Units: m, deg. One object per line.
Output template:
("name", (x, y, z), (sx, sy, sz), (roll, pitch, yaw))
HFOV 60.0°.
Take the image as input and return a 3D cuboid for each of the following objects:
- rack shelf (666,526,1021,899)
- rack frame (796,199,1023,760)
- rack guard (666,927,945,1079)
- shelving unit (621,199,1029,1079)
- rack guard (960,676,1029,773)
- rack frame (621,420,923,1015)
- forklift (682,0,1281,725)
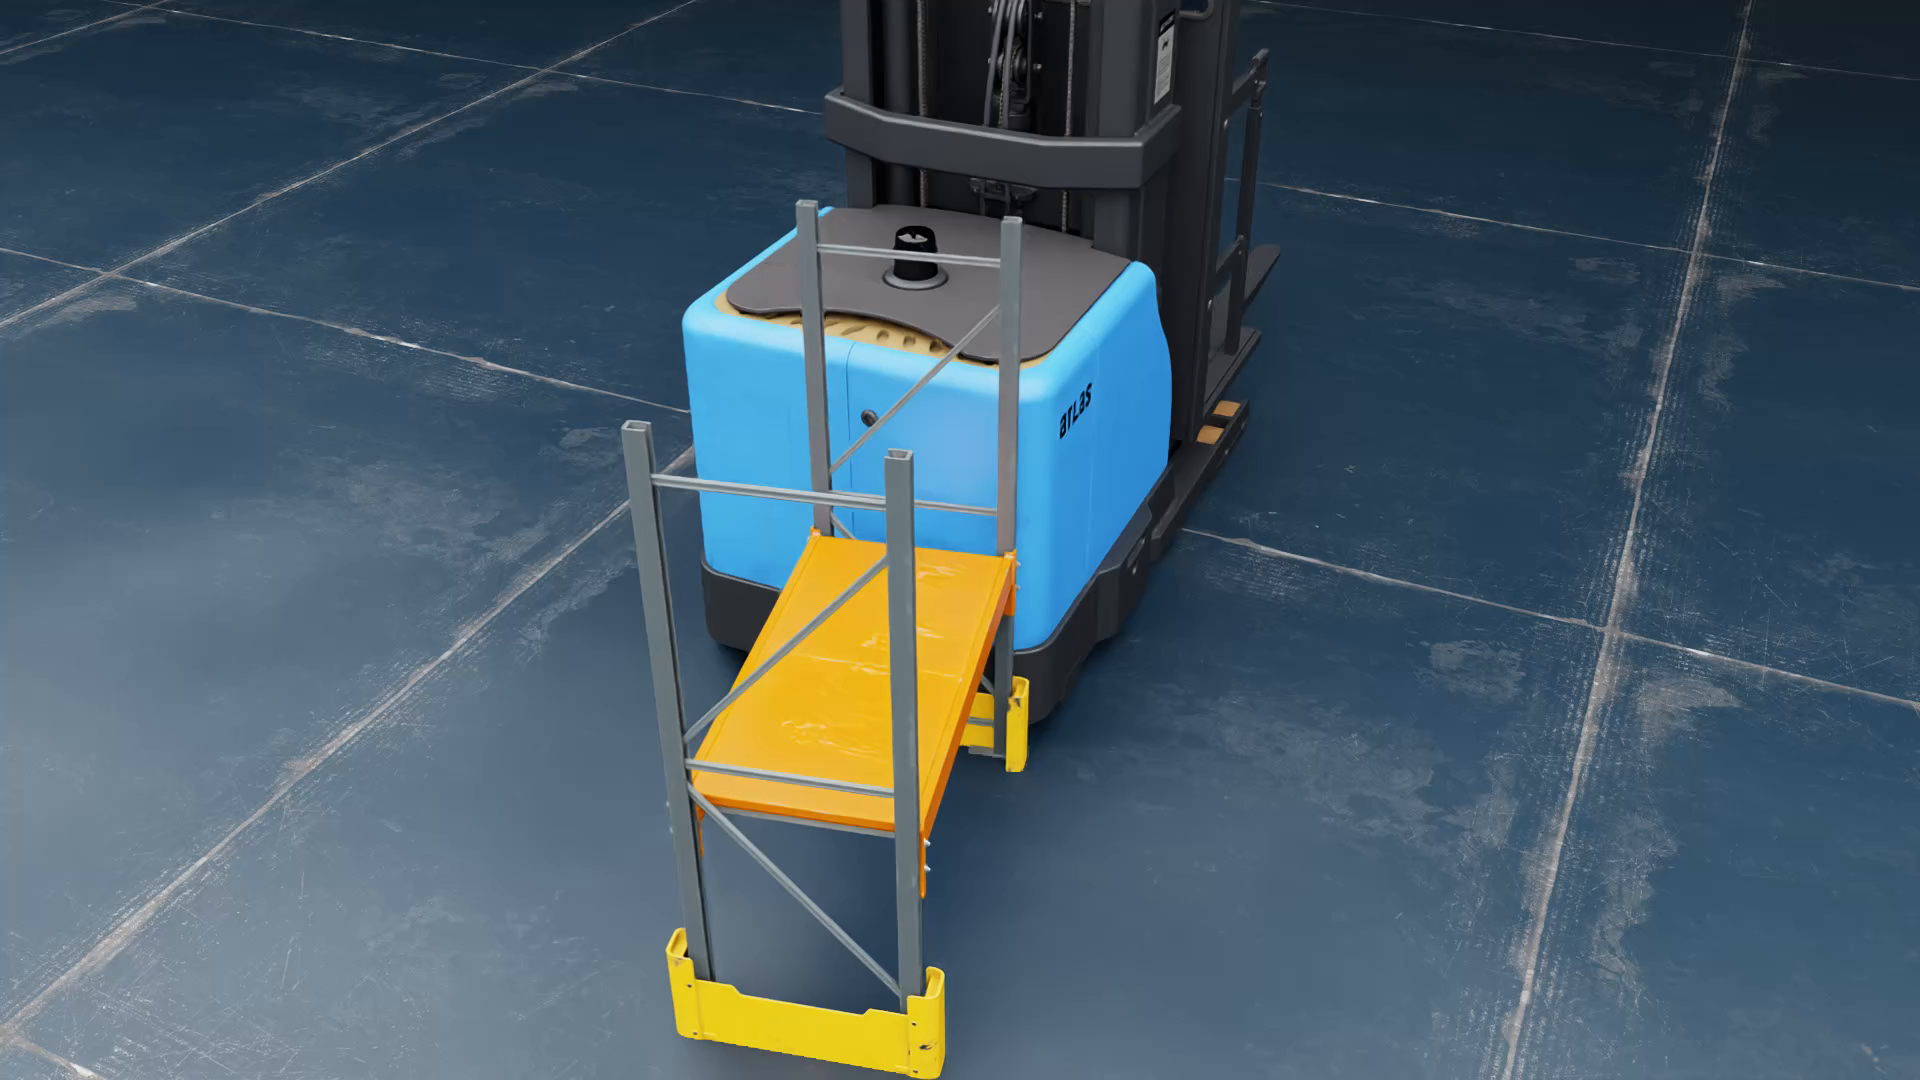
("rack shelf", (-0.218, 0.338, 3.695), (0.538, 0.185, 1.000), (7, 34, 10))
("rack frame", (-0.112, -0.085, 4.013), (0.500, 1.500, 0.032), (7, 34, 10))
("rack guard", (-0.324, 0.982, 3.525), (0.587, 0.250, 0.087), (7, 34, 10))
("shelving unit", (-0.220, 0.192, 3.589), (0.587, 1.500, 1.083), (7, 34, 10))
("rack guard", (-0.116, 0.448, 4.339), (0.587, 0.250, 0.087), (7, 34, 10))
("rack frame", (-0.324, 0.460, 3.181), (0.500, 1.500, 0.032), (7, 34, 10))
("forklift", (0.347, -1.532, 4.913), (1.130, 2.935, 3.031), (14, 36, 20))
